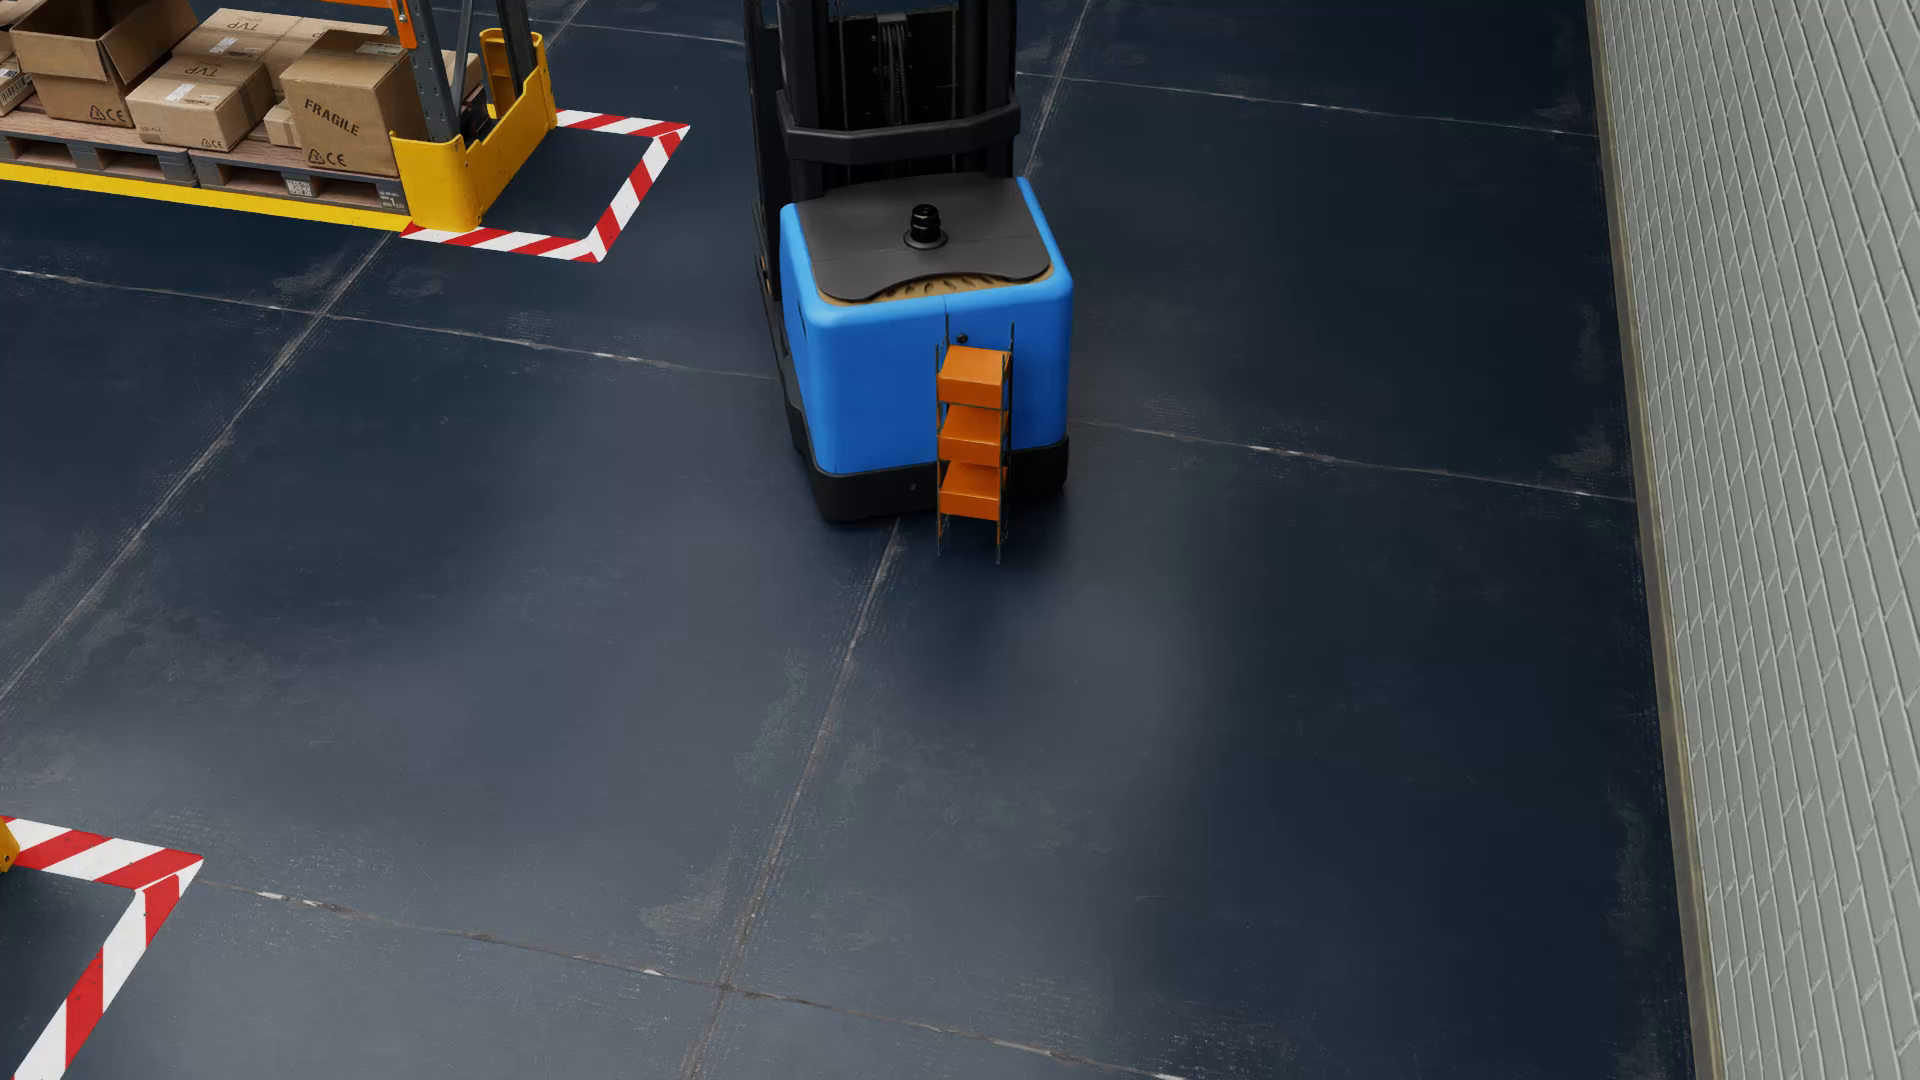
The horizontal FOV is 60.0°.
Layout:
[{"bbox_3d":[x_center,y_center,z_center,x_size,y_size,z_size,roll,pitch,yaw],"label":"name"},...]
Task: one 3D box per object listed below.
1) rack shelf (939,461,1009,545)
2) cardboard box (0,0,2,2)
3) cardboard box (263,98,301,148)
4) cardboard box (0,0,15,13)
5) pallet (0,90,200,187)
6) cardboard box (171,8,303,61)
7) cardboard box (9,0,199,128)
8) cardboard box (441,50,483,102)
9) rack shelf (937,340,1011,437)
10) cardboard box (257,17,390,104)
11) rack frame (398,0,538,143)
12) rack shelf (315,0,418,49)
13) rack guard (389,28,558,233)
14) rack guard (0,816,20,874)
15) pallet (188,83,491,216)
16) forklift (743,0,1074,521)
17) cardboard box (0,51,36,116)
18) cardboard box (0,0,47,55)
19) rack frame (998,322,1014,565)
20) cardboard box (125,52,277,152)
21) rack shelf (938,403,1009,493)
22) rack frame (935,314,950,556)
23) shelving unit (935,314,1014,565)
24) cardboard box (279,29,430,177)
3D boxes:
[{"bbox_3d":[0.056,-0.158,6.572,0.240,0.259,0.215,8,44,9],"label":"rack shelf"},{"bbox_3d":[-5.702,-2.994,9.183,0.500,0.500,0.500,9,45,9],"label":"cardboard box"},{"bbox_3d":[-3.376,-2.200,8.598,0.250,0.166,0.380,9,45,9],"label":"cardboard box"},{"bbox_3d":[-5.323,-2.851,9.287,0.250,0.149,0.380,9,45,9],"label":"cardboard box"},{"bbox_3d":[-4.456,-2.337,9.026,1.213,0.211,1.003,9,45,9],"label":"pallet"},{"bbox_3d":[-3.861,-2.618,8.972,0.500,0.250,0.500,9,45,9],"label":"cardboard box"},{"bbox_3d":[-4.485,-2.608,8.780,0.637,0.503,0.797,9,45,9],"label":"cardboard box"},{"bbox_3d":[-2.750,-2.452,8.873,0.250,0.149,0.380,9,45,9],"label":"cardboard box"},{"bbox_3d":[0.055,-0.563,6.183,0.240,0.259,0.215,8,44,9],"label":"rack shelf"},{"bbox_3d":[-3.373,-2.542,8.894,0.500,0.250,0.500,9,45,9],"label":"cardboard box"},{"bbox_3d":[-2.416,-3.024,7.729,0.127,3.000,1.000,9,45,9],"label":"rack frame"},{"bbox_3d":[-4.368,-3.068,8.293,4.000,0.370,1.077,9,45,9],"label":"rack shelf"},{"bbox_3d":[-2.491,-2.135,8.608,0.348,0.500,1.175,9,45,9],"label":"rack guard"},{"bbox_3d":[-3.475,1.223,5.119,0.348,0.500,1.175,9,45,9],"label":"rack guard"},{"bbox_3d":[-3.269,-2.151,8.833,1.213,0.211,1.003,9,45,9],"label":"pallet"},{"bbox_3d":[-0.365,-2.170,6.891,1.130,2.935,3.031,-8,45,-9],"label":"forklift"},{"bbox_3d":[-5.111,-2.434,8.841,0.250,0.166,0.380,9,45,9],"label":"cardboard box"},{"bbox_3d":[-4.970,-2.812,9.130,0.500,0.311,0.500,9,45,9],"label":"cardboard box"},{"bbox_3d":[0.175,-0.349,6.354,0.008,1.050,0.200,8,44,9],"label":"rack frame"},{"bbox_3d":[-3.921,-2.272,8.613,0.500,0.250,0.500,9,45,9],"label":"cardboard box"},{"bbox_3d":[0.055,-0.358,6.380,0.240,0.259,0.215,8,44,9],"label":"rack shelf"},{"bbox_3d":[-0.064,-0.383,6.390,0.008,1.050,0.200,8,44,9],"label":"rack frame"},{"bbox_3d":[0.055,-0.366,6.372,0.252,1.050,0.215,8,44,9],"label":"shelving unit"},{"bbox_3d":[-3.001,-2.198,8.356,0.500,0.500,0.500,9,45,9],"label":"cardboard box"}]
